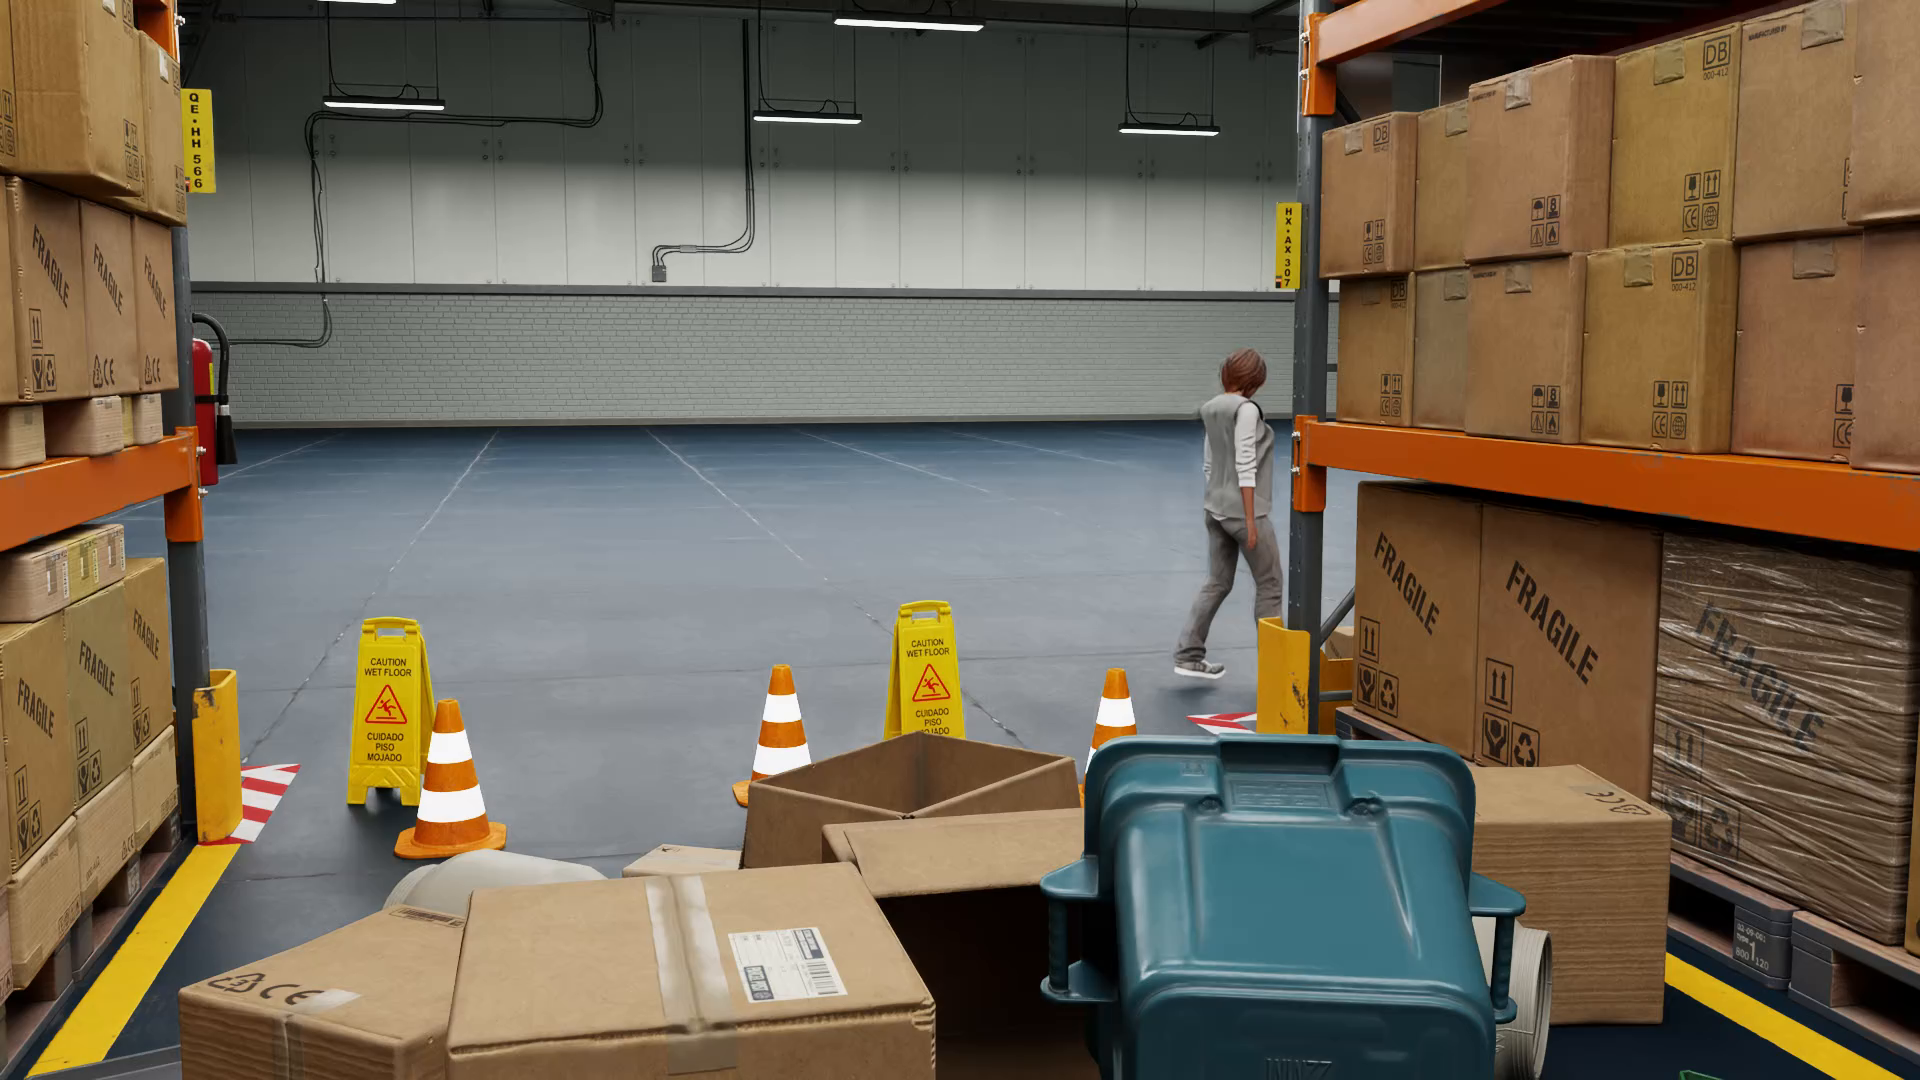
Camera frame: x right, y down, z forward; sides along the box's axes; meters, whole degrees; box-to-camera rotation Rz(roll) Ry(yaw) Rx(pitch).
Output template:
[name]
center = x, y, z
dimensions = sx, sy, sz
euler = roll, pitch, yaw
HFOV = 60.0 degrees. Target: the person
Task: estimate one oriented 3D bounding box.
[person]
center = 1.357, -0.115, 7.813
dimensions = 0.699, 1.566, 0.457
euler = -2, 7, -19
